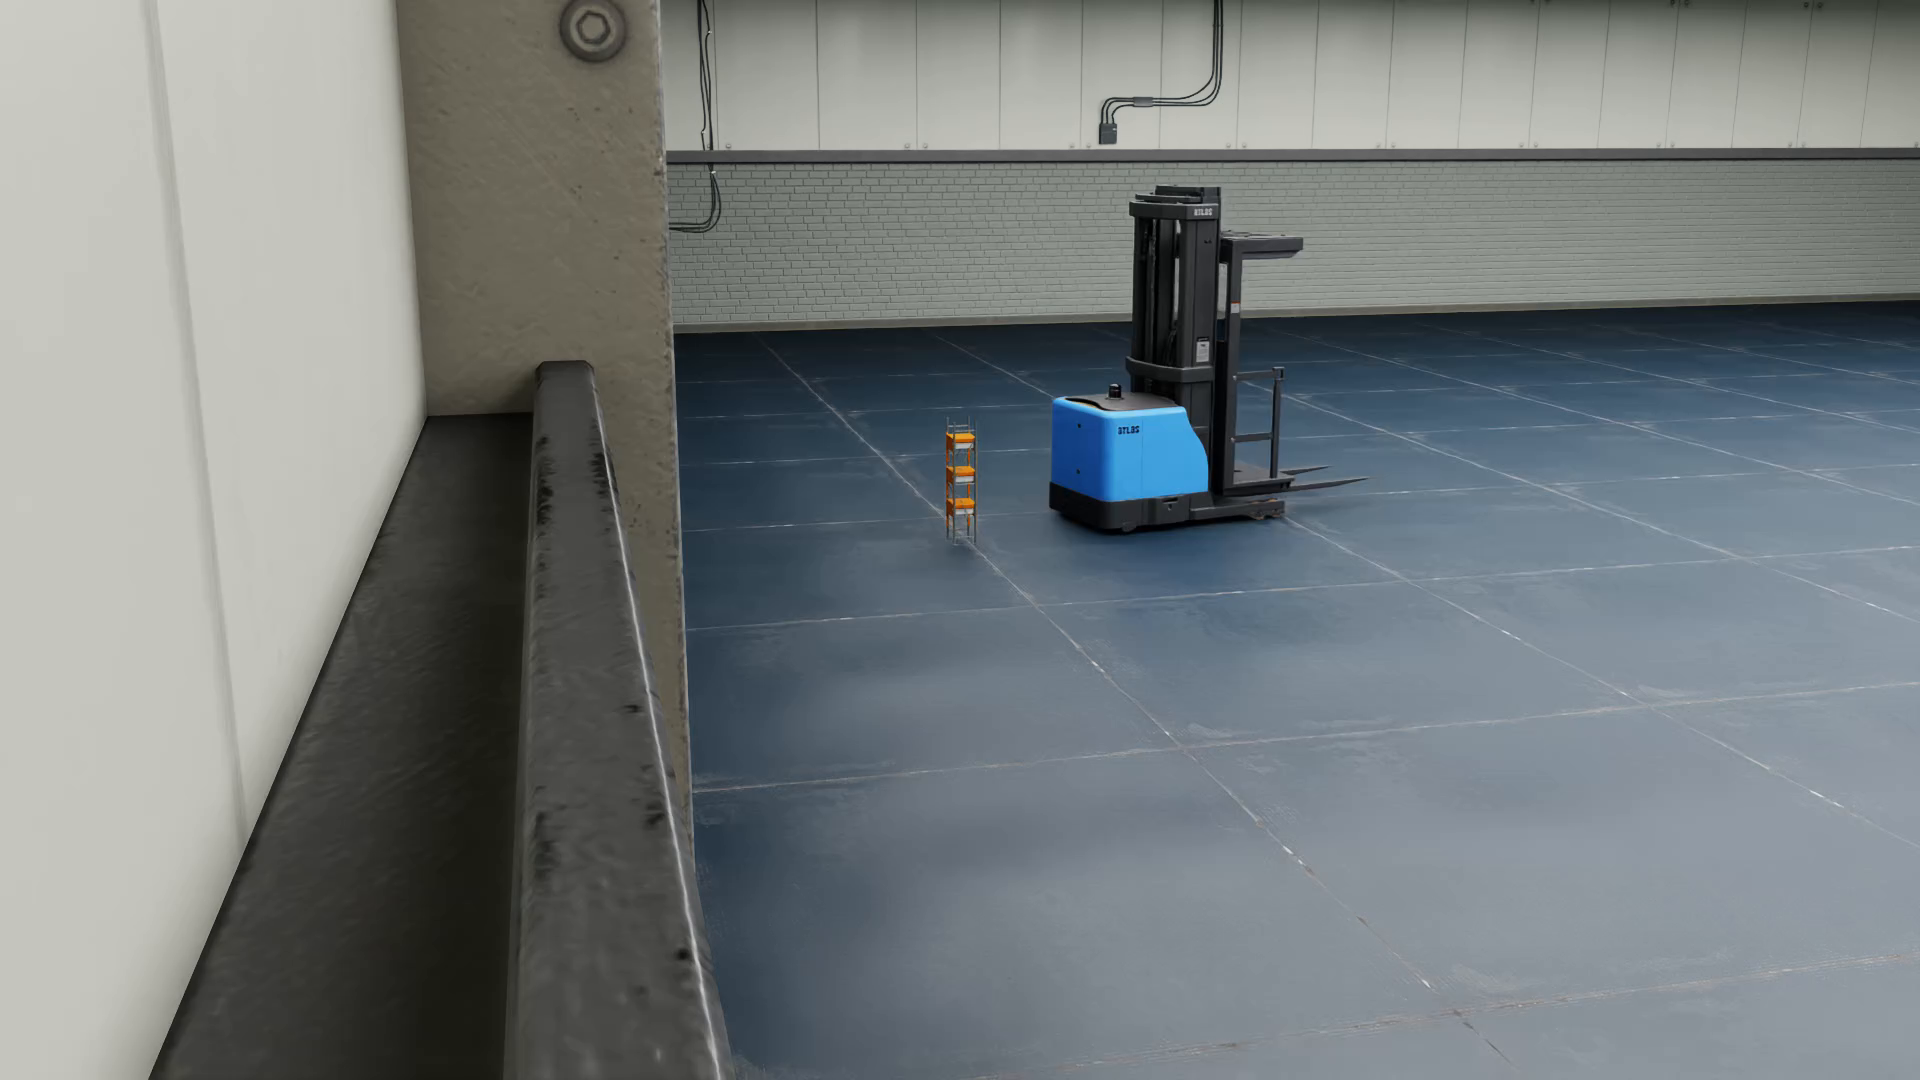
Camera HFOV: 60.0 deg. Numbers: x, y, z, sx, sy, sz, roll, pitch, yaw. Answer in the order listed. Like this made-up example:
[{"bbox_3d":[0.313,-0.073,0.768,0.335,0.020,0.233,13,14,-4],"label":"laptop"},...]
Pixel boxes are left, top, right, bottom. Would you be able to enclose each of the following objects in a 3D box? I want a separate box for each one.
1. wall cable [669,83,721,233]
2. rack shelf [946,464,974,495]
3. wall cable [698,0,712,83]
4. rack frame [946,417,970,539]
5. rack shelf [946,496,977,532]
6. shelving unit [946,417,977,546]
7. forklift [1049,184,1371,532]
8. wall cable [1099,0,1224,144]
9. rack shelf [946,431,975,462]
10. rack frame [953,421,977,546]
[{"bbox_3d":[-5.597,-6.407,28.013,3.097,2.526,0.112,-3,14,-13],"label":"wall cable"},{"bbox_3d":[0.013,-0.487,14.032,0.215,0.259,0.240,-3,14,-13],"label":"rack shelf"},{"bbox_3d":[-2.967,-9.012,28.030,3.097,2.526,0.112,-3,14,-13],"label":"wall cable"},{"bbox_3d":[-0.016,-0.526,14.145,0.200,1.050,0.008,-3,14,-13],"label":"rack frame"},{"bbox_3d":[0.013,-0.217,14.098,0.215,0.259,0.240,-3,14,-13],"label":"rack shelf"},{"bbox_3d":[0.013,-0.498,14.030,0.215,1.050,0.252,-3,14,-13],"label":"shelving unit"},{"bbox_3d":[2.368,-1.709,15.025,3.031,2.935,1.130,-7,15,-25],"label":"forklift"},{"bbox_3d":[3.635,-10.093,29.391,2.305,6.003,0.169,-3,14,-13],"label":"wall cable"},{"bbox_3d":[0.013,-0.763,13.965,0.215,0.259,0.240,-3,14,-13],"label":"rack shelf"},{"bbox_3d":[0.041,-0.470,13.914,0.200,1.050,0.008,-3,14,-13],"label":"rack frame"}]
